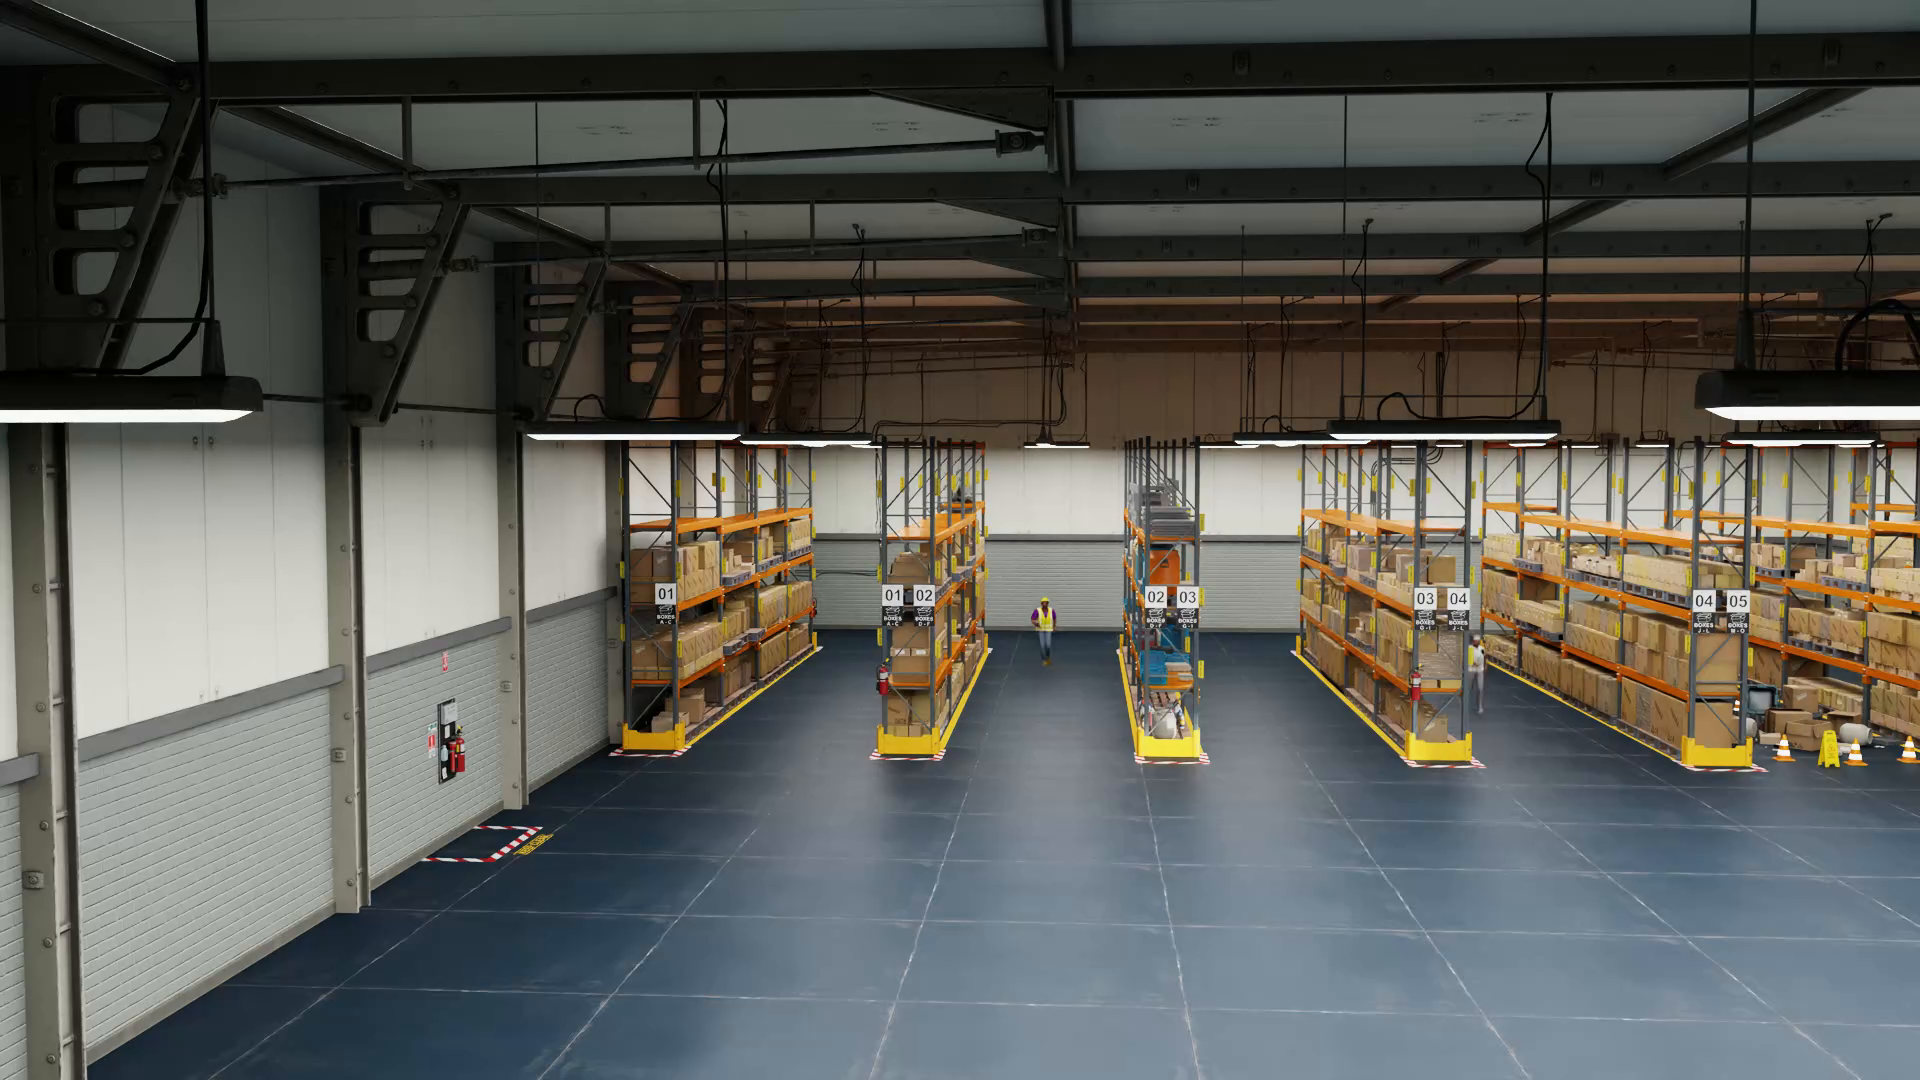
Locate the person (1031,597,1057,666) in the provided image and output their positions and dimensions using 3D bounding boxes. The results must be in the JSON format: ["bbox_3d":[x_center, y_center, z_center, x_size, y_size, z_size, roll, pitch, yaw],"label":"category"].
[{"bbox_3d":[2.129,2.327,41.925,0.677,1.762,0.583,0,3,-4],"label":"person"}]

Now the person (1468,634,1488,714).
[{"bbox_3d":[11.329,2.920,36.598,0.596,1.724,0.828,0,3,-3],"label":"person"}]

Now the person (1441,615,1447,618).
[{"bbox_3d":[13.176,2.397,46.223,0.863,1.708,0.734,1,3,23],"label":"person"}]
